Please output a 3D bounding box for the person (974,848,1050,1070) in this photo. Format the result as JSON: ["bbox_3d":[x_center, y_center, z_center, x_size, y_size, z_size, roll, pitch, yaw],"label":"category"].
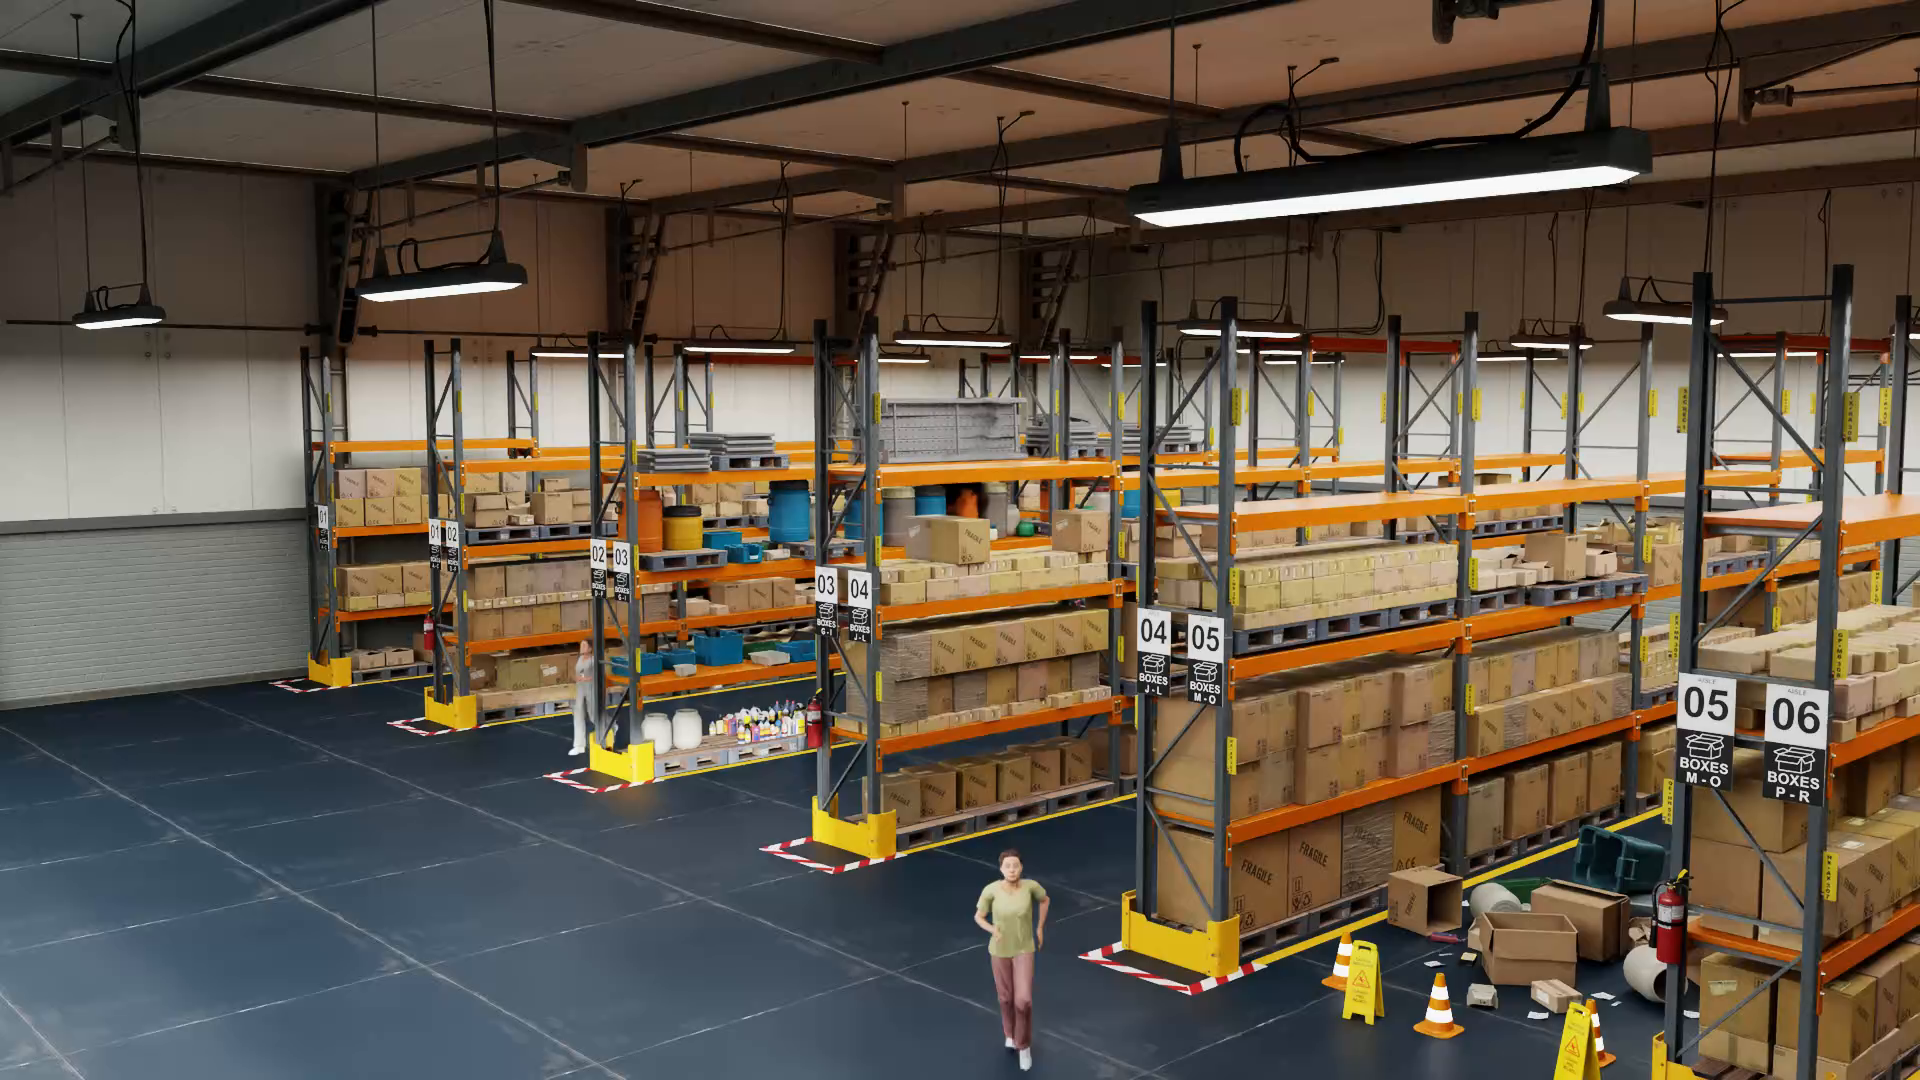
[{"bbox_3d":[0.396,3.226,12.839,0.571,1.666,0.689,0,5,5],"label":"person"}]

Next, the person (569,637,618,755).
[{"bbox_3d":[-5.312,2.219,23.922,0.566,1.641,0.914,3,6,33],"label":"person"}]

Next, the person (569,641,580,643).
[{"bbox_3d":[-6.834,1.640,30.127,0.651,1.740,0.602,3,6,33],"label":"person"}]
